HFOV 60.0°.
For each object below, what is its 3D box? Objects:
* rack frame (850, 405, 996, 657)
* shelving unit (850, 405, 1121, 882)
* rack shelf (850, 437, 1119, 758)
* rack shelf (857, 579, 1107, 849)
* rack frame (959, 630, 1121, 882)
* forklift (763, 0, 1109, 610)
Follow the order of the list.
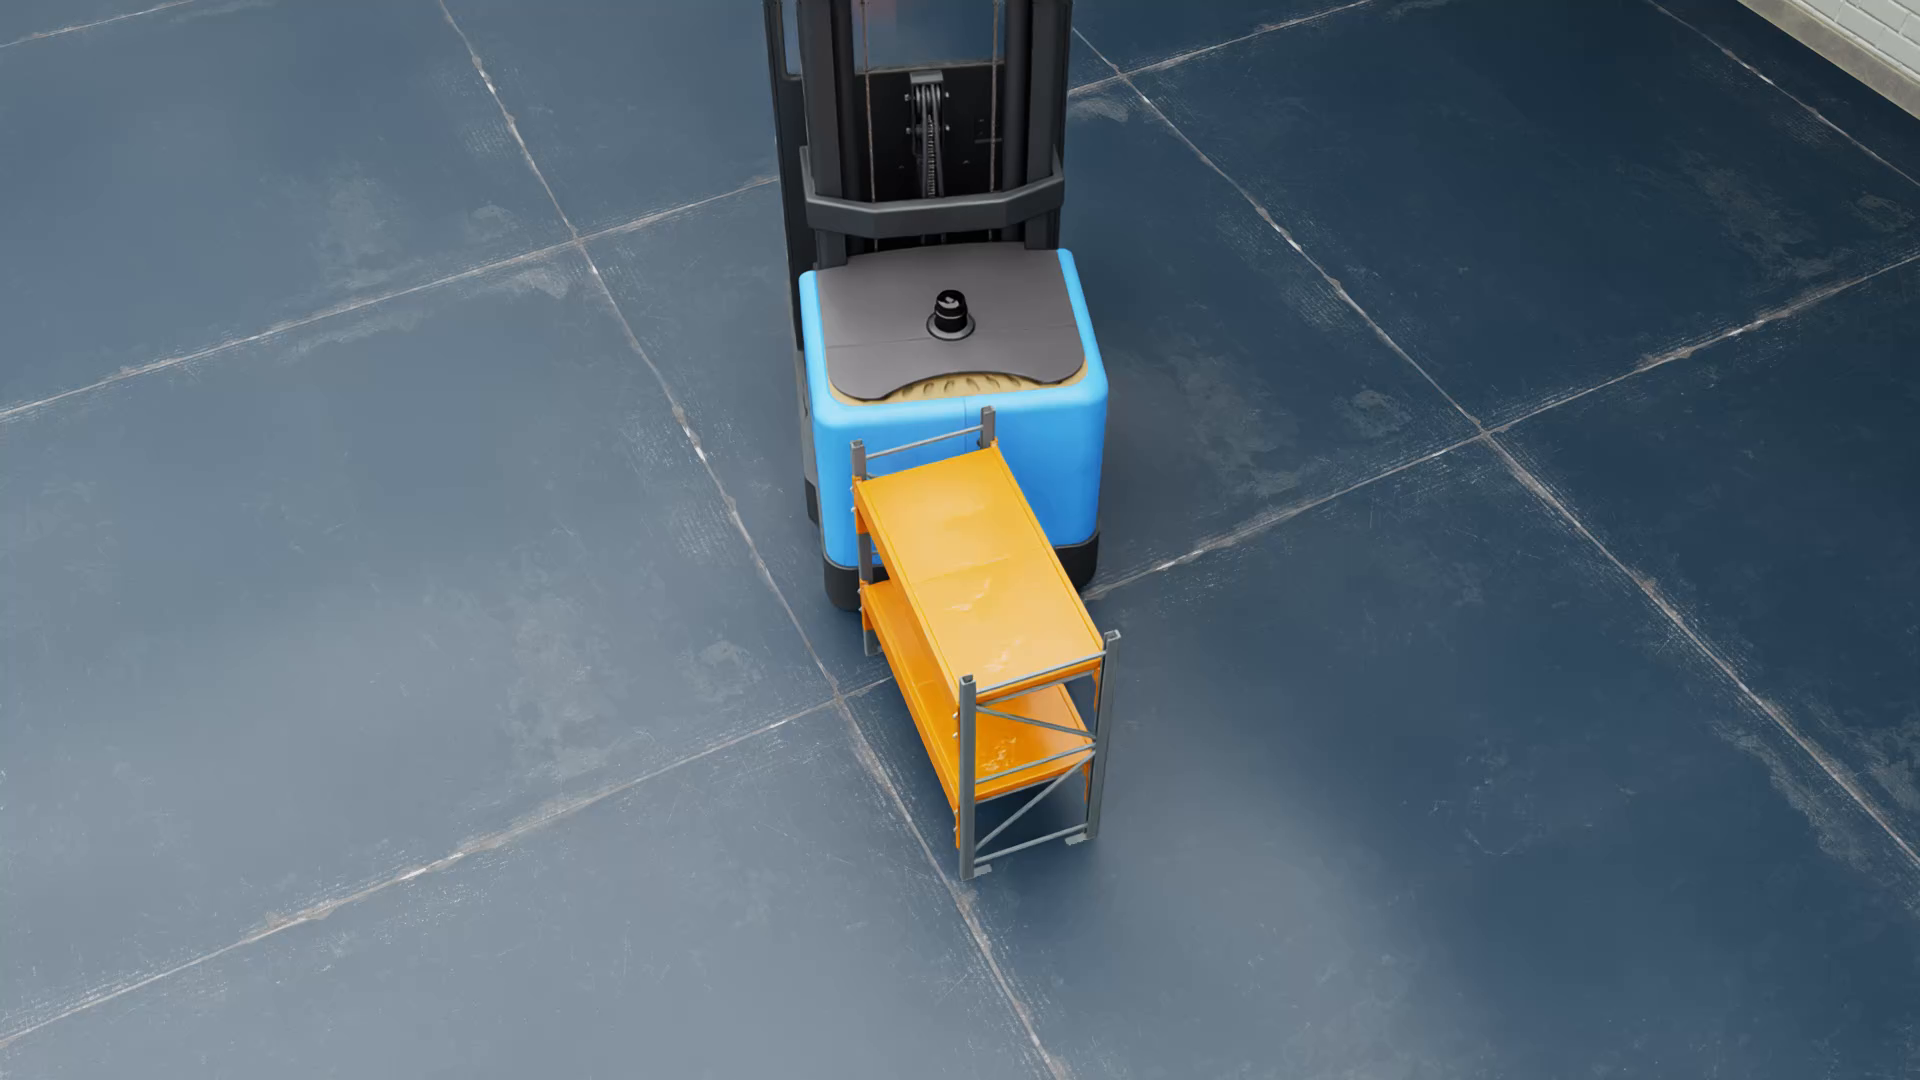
[{"bbox_3d":[-0.121,-0.005,5.900,0.500,1.125,0.032,-16,51,-13],"label":"rack frame"},{"bbox_3d":[0.058,0.353,5.586,0.538,1.125,1.048,-16,51,-13],"label":"shelving unit"},{"bbox_3d":[0.058,0.160,5.366,0.538,0.278,1.000,-16,51,-13],"label":"rack shelf"},{"bbox_3d":[0.058,0.514,5.770,0.538,0.278,1.000,-16,51,-13],"label":"rack shelf"},{"bbox_3d":[0.236,0.712,5.273,0.500,1.125,0.032,-16,51,-13],"label":"rack frame"},{"bbox_3d":[-0.182,-1.824,6.291,1.130,2.935,3.031,-6,49,-5],"label":"forklift"}]
